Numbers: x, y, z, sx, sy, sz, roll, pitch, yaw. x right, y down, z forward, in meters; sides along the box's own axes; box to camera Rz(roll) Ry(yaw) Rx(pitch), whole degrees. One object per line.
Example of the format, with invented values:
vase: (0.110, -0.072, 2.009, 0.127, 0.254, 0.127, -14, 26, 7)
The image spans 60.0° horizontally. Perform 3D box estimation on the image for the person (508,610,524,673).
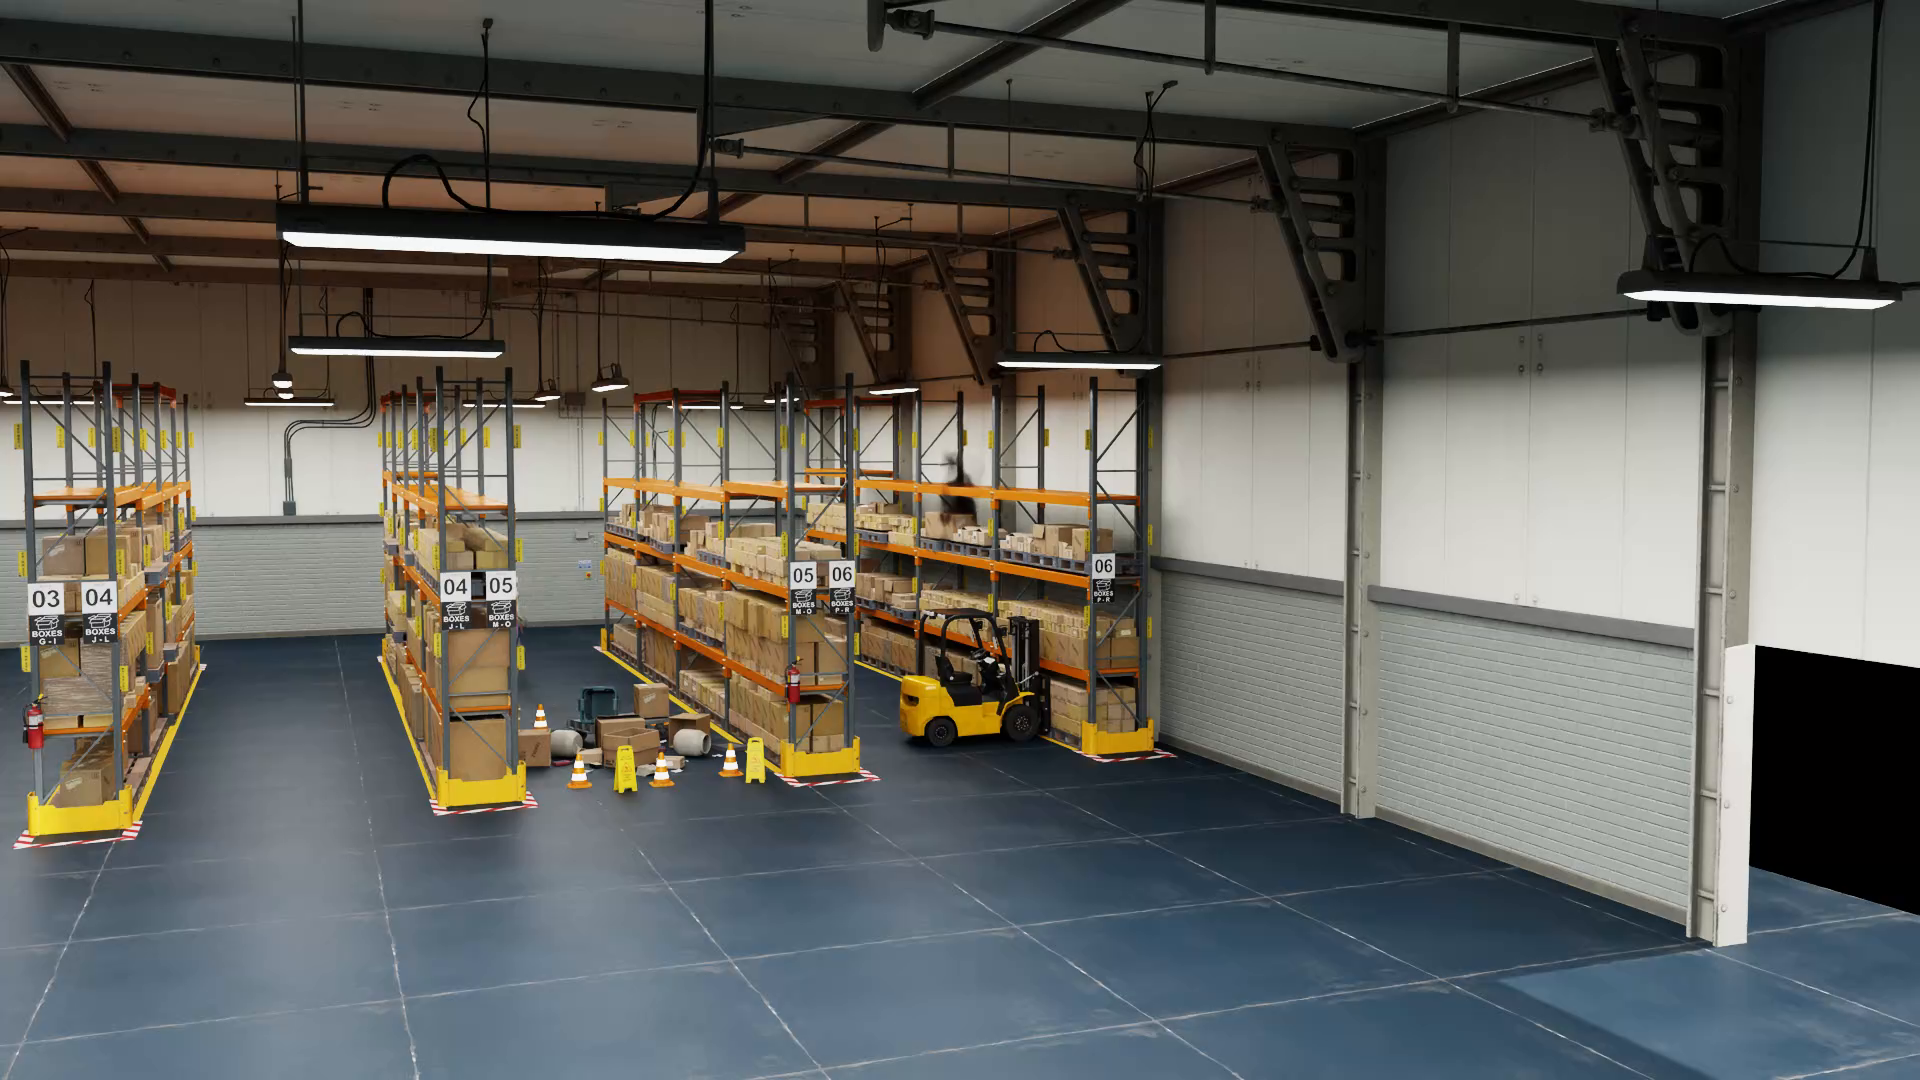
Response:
person: (-9.561, 2.068, 35.388, 0.502, 1.643, 0.801, -2, 4, -26)

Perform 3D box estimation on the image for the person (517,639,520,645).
person: (-10.933, 1.744, 39.852, 0.749, 1.825, 0.661, -1, 4, -19)
